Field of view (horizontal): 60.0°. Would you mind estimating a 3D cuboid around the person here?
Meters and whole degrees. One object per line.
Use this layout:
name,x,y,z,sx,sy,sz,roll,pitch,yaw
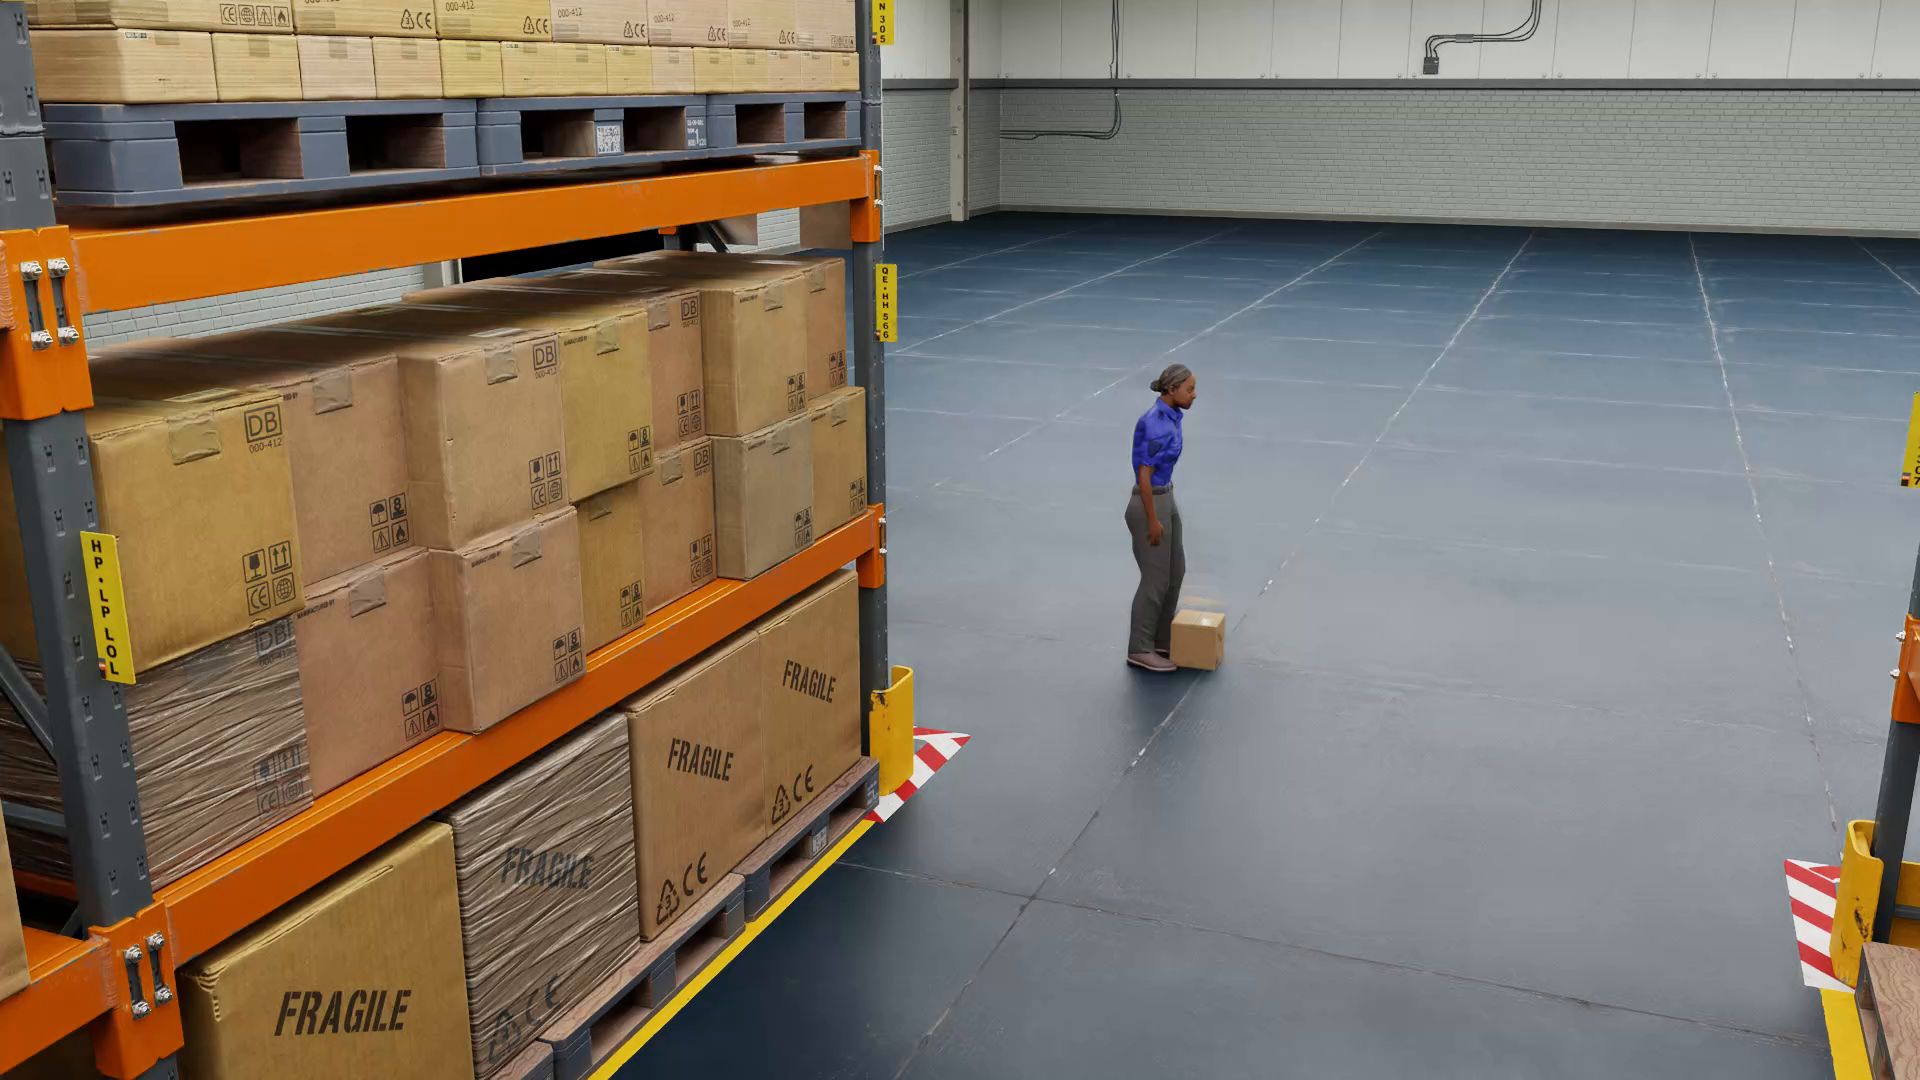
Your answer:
person,1.111,-0.143,9.051,0.402,1.653,0.518,5,16,18
